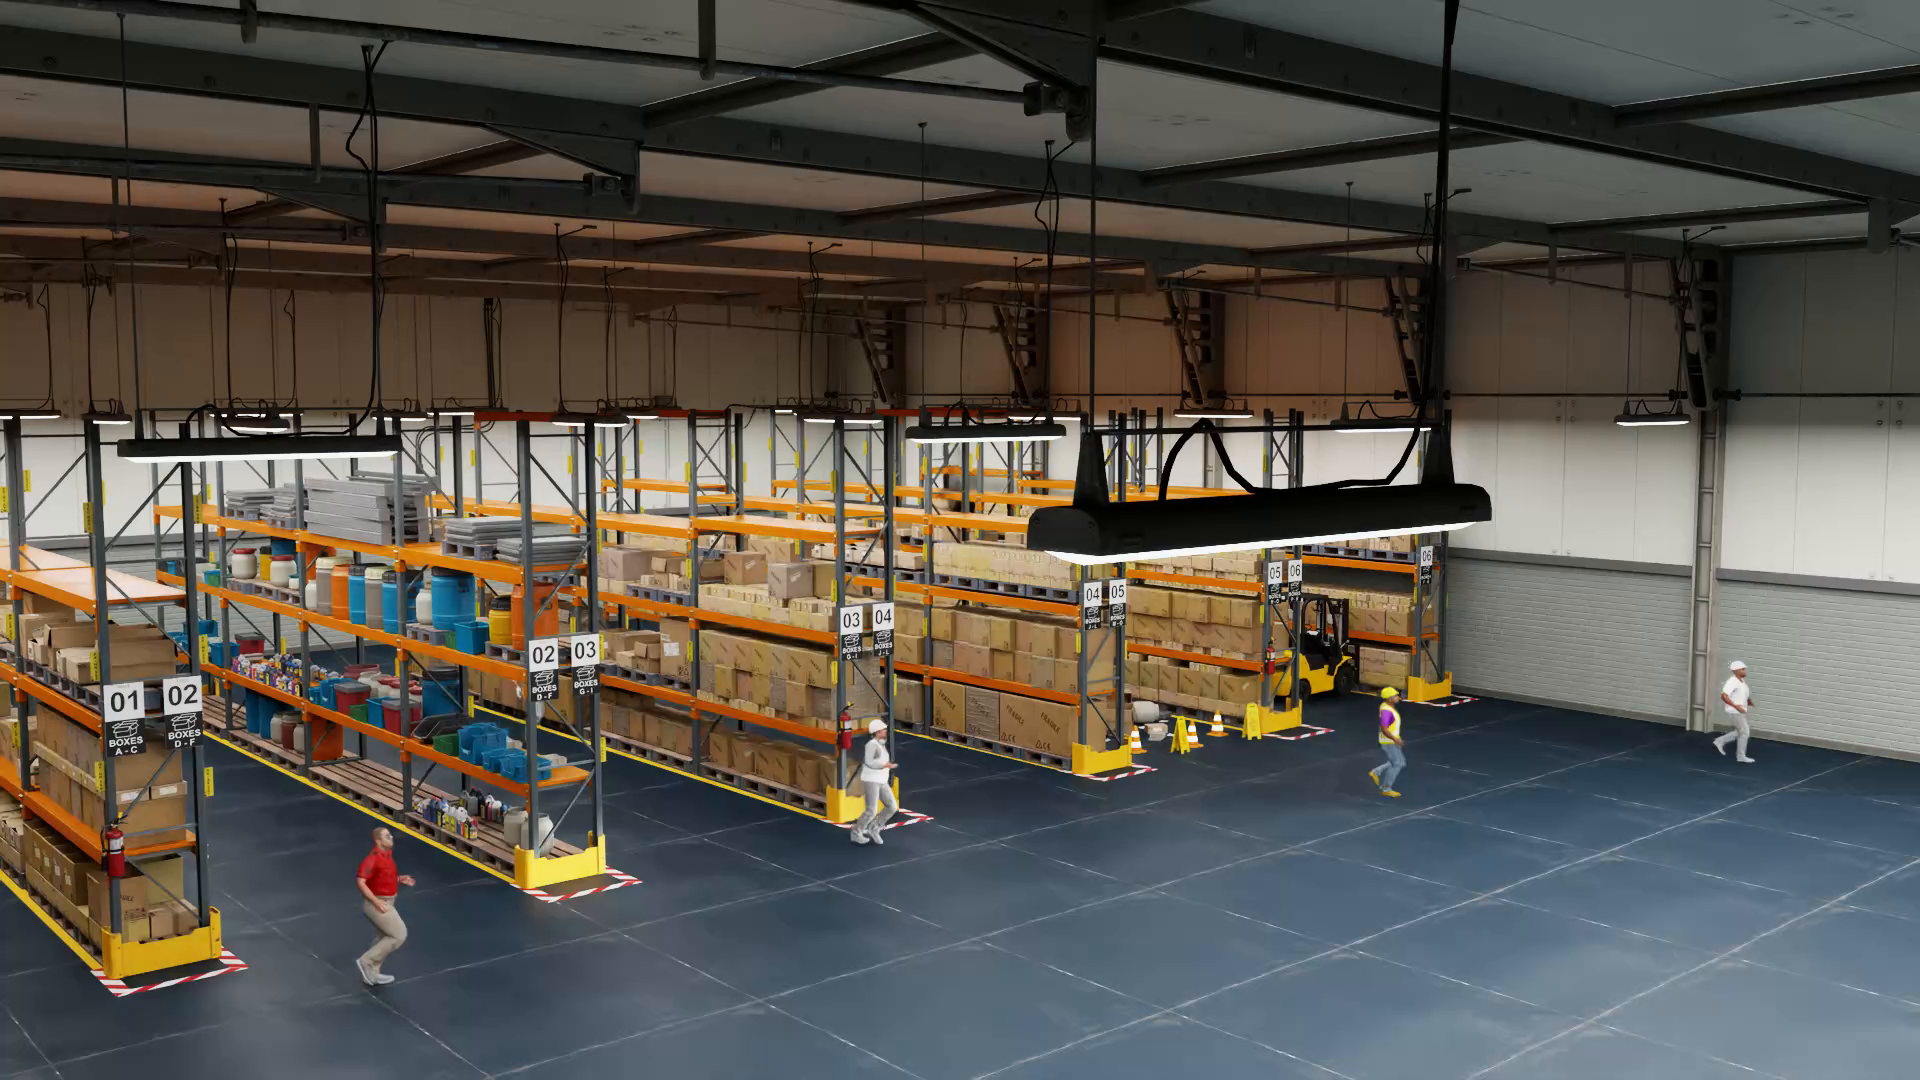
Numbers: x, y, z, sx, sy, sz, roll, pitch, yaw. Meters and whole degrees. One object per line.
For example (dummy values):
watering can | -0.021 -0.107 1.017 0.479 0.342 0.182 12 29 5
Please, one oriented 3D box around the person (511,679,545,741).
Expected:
person | -7.625 2.816 29.868 0.701 1.785 0.641 4 6 39

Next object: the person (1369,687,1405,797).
person | 6.745 3.173 26.224 0.546 1.729 0.698 1 5 12

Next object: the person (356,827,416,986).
person | -6.172 3.919 17.878 0.611 1.691 0.645 -1 5 -15

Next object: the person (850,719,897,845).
person | -1.156 3.414 23.488 0.662 1.757 0.664 2 5 20

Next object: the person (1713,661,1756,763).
person | 13.368 2.948 28.664 0.715 1.741 0.730 4 6 38
